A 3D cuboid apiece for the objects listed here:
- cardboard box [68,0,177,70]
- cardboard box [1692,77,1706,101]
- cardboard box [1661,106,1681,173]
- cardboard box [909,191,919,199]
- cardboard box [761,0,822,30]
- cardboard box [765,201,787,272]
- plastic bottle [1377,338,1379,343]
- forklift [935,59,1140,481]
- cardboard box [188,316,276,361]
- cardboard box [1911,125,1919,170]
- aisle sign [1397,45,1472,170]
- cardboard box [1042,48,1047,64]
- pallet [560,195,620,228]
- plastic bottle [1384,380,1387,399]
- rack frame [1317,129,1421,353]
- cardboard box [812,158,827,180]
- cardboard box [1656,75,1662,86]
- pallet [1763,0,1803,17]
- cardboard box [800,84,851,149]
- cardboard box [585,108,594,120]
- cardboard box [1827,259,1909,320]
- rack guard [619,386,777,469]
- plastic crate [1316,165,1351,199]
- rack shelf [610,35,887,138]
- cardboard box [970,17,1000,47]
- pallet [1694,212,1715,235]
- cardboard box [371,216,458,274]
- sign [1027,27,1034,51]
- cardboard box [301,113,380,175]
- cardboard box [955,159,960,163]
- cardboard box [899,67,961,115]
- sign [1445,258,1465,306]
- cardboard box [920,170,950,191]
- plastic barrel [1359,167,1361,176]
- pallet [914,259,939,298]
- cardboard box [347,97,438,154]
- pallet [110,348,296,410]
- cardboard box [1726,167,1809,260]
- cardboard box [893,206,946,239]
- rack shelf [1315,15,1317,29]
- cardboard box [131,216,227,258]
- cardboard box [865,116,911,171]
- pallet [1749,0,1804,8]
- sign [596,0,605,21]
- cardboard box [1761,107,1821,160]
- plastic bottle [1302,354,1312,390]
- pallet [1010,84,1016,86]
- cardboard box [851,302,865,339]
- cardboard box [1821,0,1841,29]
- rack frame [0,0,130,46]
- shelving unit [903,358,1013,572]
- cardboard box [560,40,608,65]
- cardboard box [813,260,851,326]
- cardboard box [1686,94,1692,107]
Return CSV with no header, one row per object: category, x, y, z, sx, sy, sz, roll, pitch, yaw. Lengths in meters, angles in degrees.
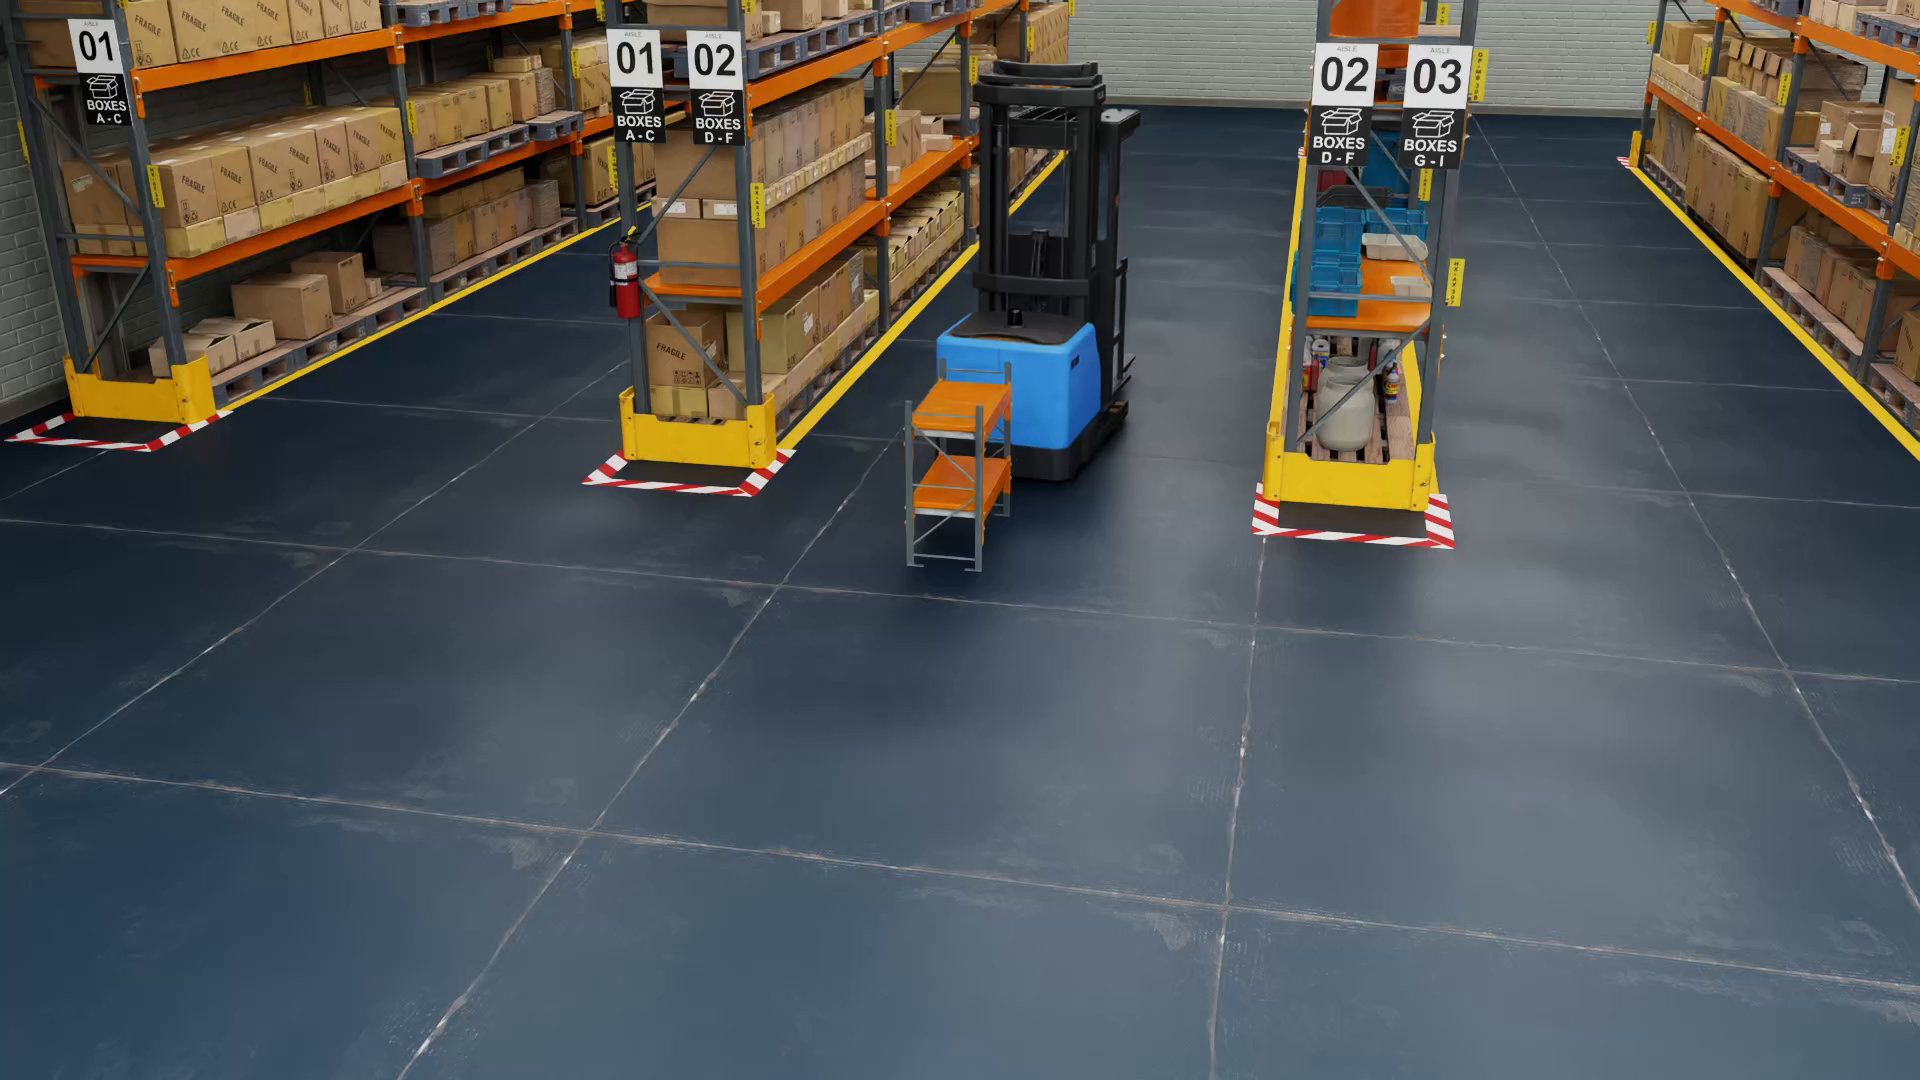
cardboard box,-6.555,-3.974,13.031,0.500,0.500,0.500,5,22,12
cardboard box,9.961,-5.930,21.864,0.500,0.250,0.500,4,22,10
cardboard box,10.706,-5.779,23.969,0.875,0.875,0.875,4,22,11
cardboard box,-0.780,-3.984,19.598,0.500,0.311,0.500,5,23,13
cardboard box,-1.412,-4.332,13.195,0.500,0.500,0.500,4,22,11
cardboard box,-1.808,-2.456,13.303,0.700,0.500,0.500,5,22,12
plastic bottle,3.758,-1.779,14.713,0.144,0.351,0.185,3,22,8
forklift,0.763,-2.316,13.182,1.130,2.935,3.031,7,23,17
cardboard box,-6.523,-1.835,14.906,0.500,0.311,0.500,6,23,15
cardboard box,8.155,-3.257,13.555,0.500,0.500,0.500,4,22,11
aisle sign,3.102,-2.826,10.875,0.394,0.787,0.004,4,22,11
cardboard box,1.007,-7.019,24.632,0.500,0.500,0.500,4,22,11
pallet,-5.001,-4.339,21.844,1.003,0.211,1.213,4,22,11
plastic bottle,3.526,-1.252,13.604,0.097,0.201,0.097,0,22,0
rack frame,3.647,-3.132,15.114,1.000,3.000,0.127,4,22,11
cardboard box,-1.359,-3.180,14.233,0.380,0.149,0.250,5,23,13
cardboard box,10.446,-6.734,24.395,0.380,0.149,0.250,4,22,10
pallet,9.391,-5.760,17.879,1.213,0.211,1.003,6,23,13
cardboard box,-1.388,-3.811,14.931,0.700,0.500,0.500,4,22,11
cardboard box,-4.882,-5.437,21.147,0.380,0.149,0.250,5,22,12
cardboard box,8.871,-2.399,16.053,0.700,0.500,0.500,3,22,6
rack guard,-2.023,-0.879,12.868,1.175,0.500,0.348,4,22,11
plastic crate,3.446,-3.362,15.600,0.402,0.464,0.583,4,22,11
rack shelf,-1.610,-3.837,13.813,1.077,0.370,4.000,4,22,11
cardboard box,0.280,-7.151,23.622,0.500,0.500,0.500,5,22,11
pallet,10.044,-4.098,21.247,1.003,0.211,1.213,4,22,11
cardboard box,-5.918,-3.202,18.046,0.700,0.500,0.500,5,23,13
sign,0.975,-6.932,23.002,0.100,0.325,0.005,4,22,11
cardboard box,-5.942,-3.795,15.931,0.500,0.500,0.500,4,22,11
cardboard box,-0.213,-5.121,21.808,0.500,0.250,0.500,4,22,10
cardboard box,-0.367,-5.454,20.183,0.700,0.500,0.500,-3,22,-7
sign,3.368,-1.754,11.322,0.100,0.325,0.005,4,22,11
cardboard box,-0.425,-4.378,20.966,0.500,0.500,0.500,5,23,13
plastic barrel,4.206,-3.796,16.582,0.433,0.535,0.433,0,22,0
pallet,-0.843,-2.937,18.364,1.003,0.211,1.213,4,22,11
cardboard box,-5.915,-4.321,17.344,0.700,0.500,0.500,5,22,11
pallet,-6.652,-1.453,14.678,1.003,0.211,1.213,4,22,11
cardboard box,9.473,-3.677,18.750,1.225,0.875,0.875,3,22,8
cardboard box,-0.457,-3.568,18.565,0.500,0.311,0.500,4,22,11
rack shelf,4.871,-6.384,20.137,1.077,0.370,4.000,4,22,11
cardboard box,-6.458,-2.518,13.764,0.500,0.250,0.500,4,22,9
cardboard box,-0.819,-4.212,17.664,0.500,0.500,0.500,4,22,11
pallet,9.616,-6.169,18.895,1.003,0.211,1.213,6,23,13
sign,-2.546,-3.860,11.827,0.100,0.325,0.005,4,22,11
cardboard box,9.170,-4.463,18.285,0.500,0.500,0.500,5,23,13
plastic bottle,2.854,-1.405,13.883,0.152,0.276,0.135,5,22,11
pallet,0.161,-6.063,22.651,1.003,0.211,1.213,4,22,11
cardboard box,-1.194,-2.062,15.576,0.500,0.250,0.500,4,22,11
cardboard box,8.861,-5.199,16.432,0.500,0.250,0.500,5,22,12
rack frame,-6.868,-5.207,12.236,1.000,3.000,0.127,4,22,11
shelving unit,0.001,-0.524,11.150,0.538,1.125,1.048,4,22,11
cardboard box,-4.782,-6.234,21.255,0.500,0.250,0.500,4,22,10
cardboard box,-1.294,-2.226,14.981,0.500,0.500,0.500,4,22,11
cardboard box,9.974,-5.888,22.294,0.380,0.149,0.250,4,22,10
